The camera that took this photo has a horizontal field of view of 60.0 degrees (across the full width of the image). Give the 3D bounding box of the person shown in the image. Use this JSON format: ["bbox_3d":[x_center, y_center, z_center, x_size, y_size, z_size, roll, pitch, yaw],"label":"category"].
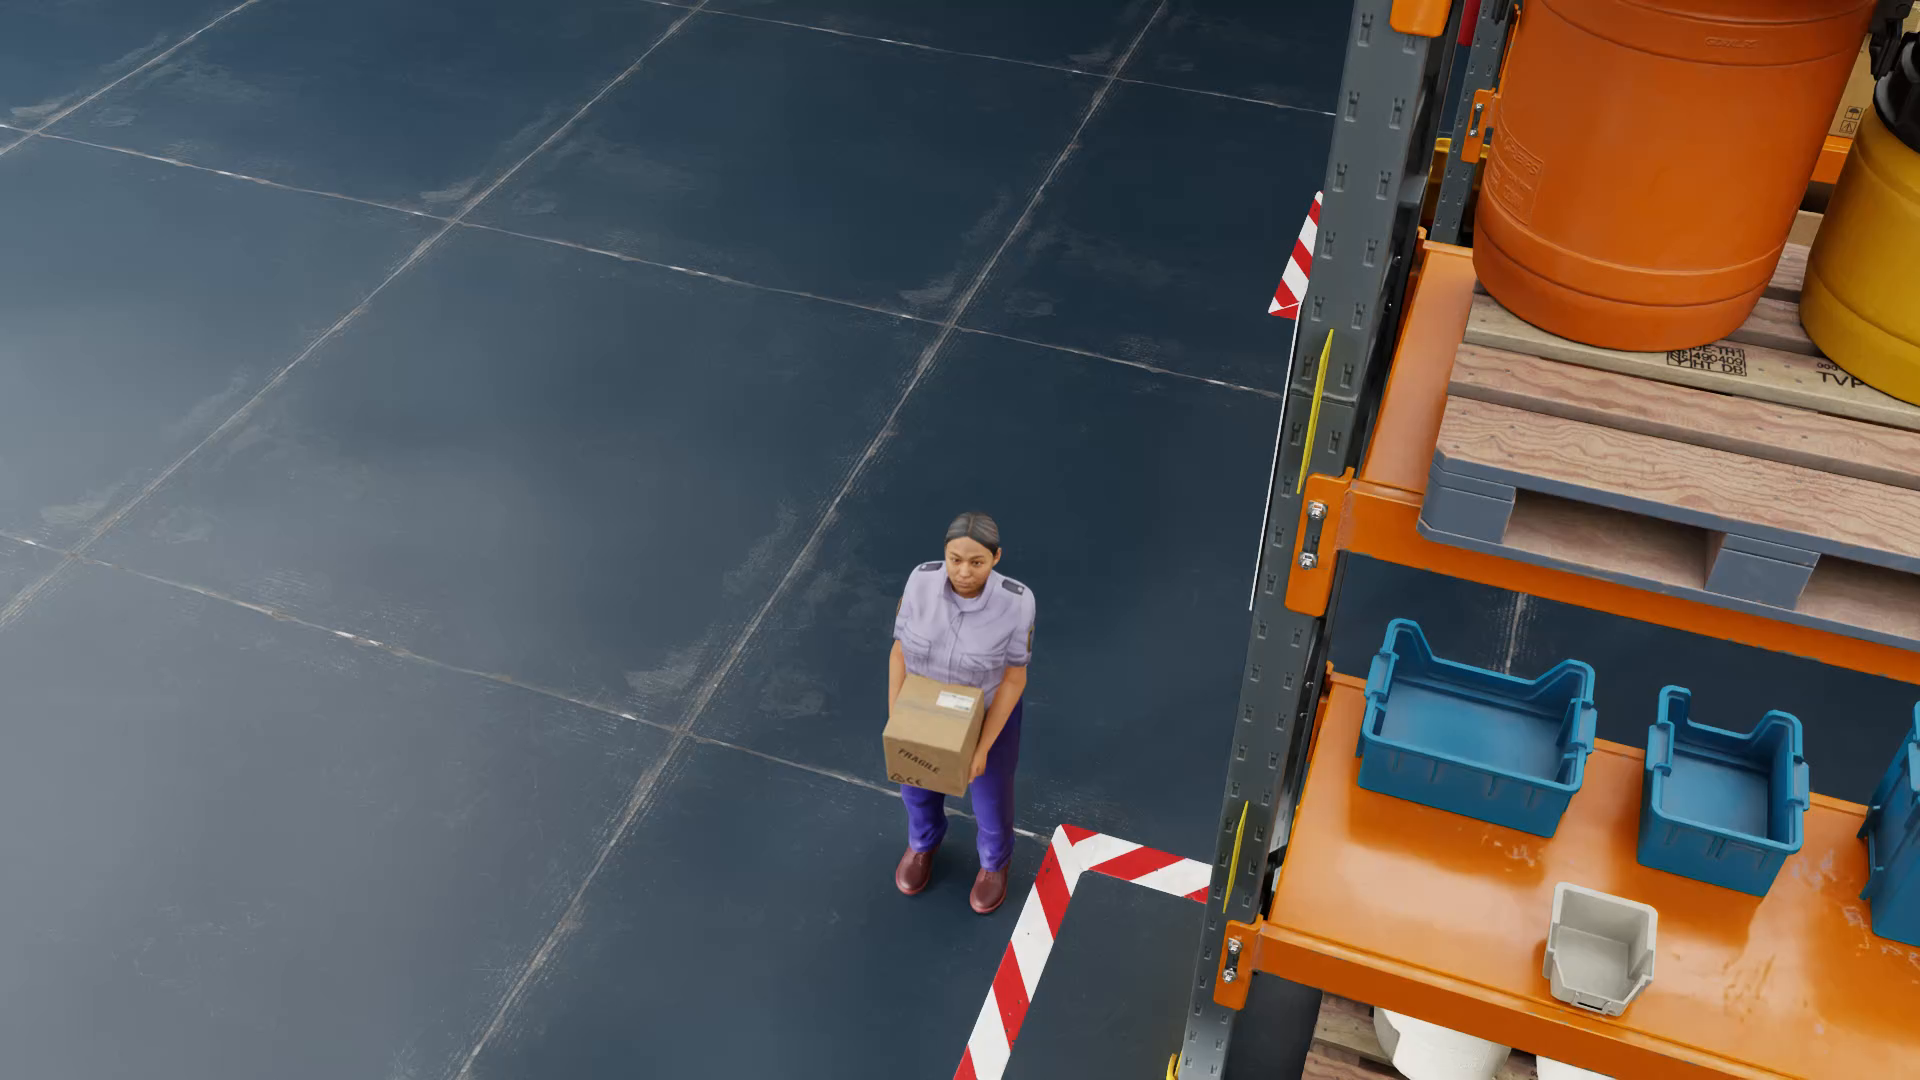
[{"bbox_3d":[-0.016,0.634,5.475,0.454,1.624,0.514,11,43,13],"label":"person"}]
